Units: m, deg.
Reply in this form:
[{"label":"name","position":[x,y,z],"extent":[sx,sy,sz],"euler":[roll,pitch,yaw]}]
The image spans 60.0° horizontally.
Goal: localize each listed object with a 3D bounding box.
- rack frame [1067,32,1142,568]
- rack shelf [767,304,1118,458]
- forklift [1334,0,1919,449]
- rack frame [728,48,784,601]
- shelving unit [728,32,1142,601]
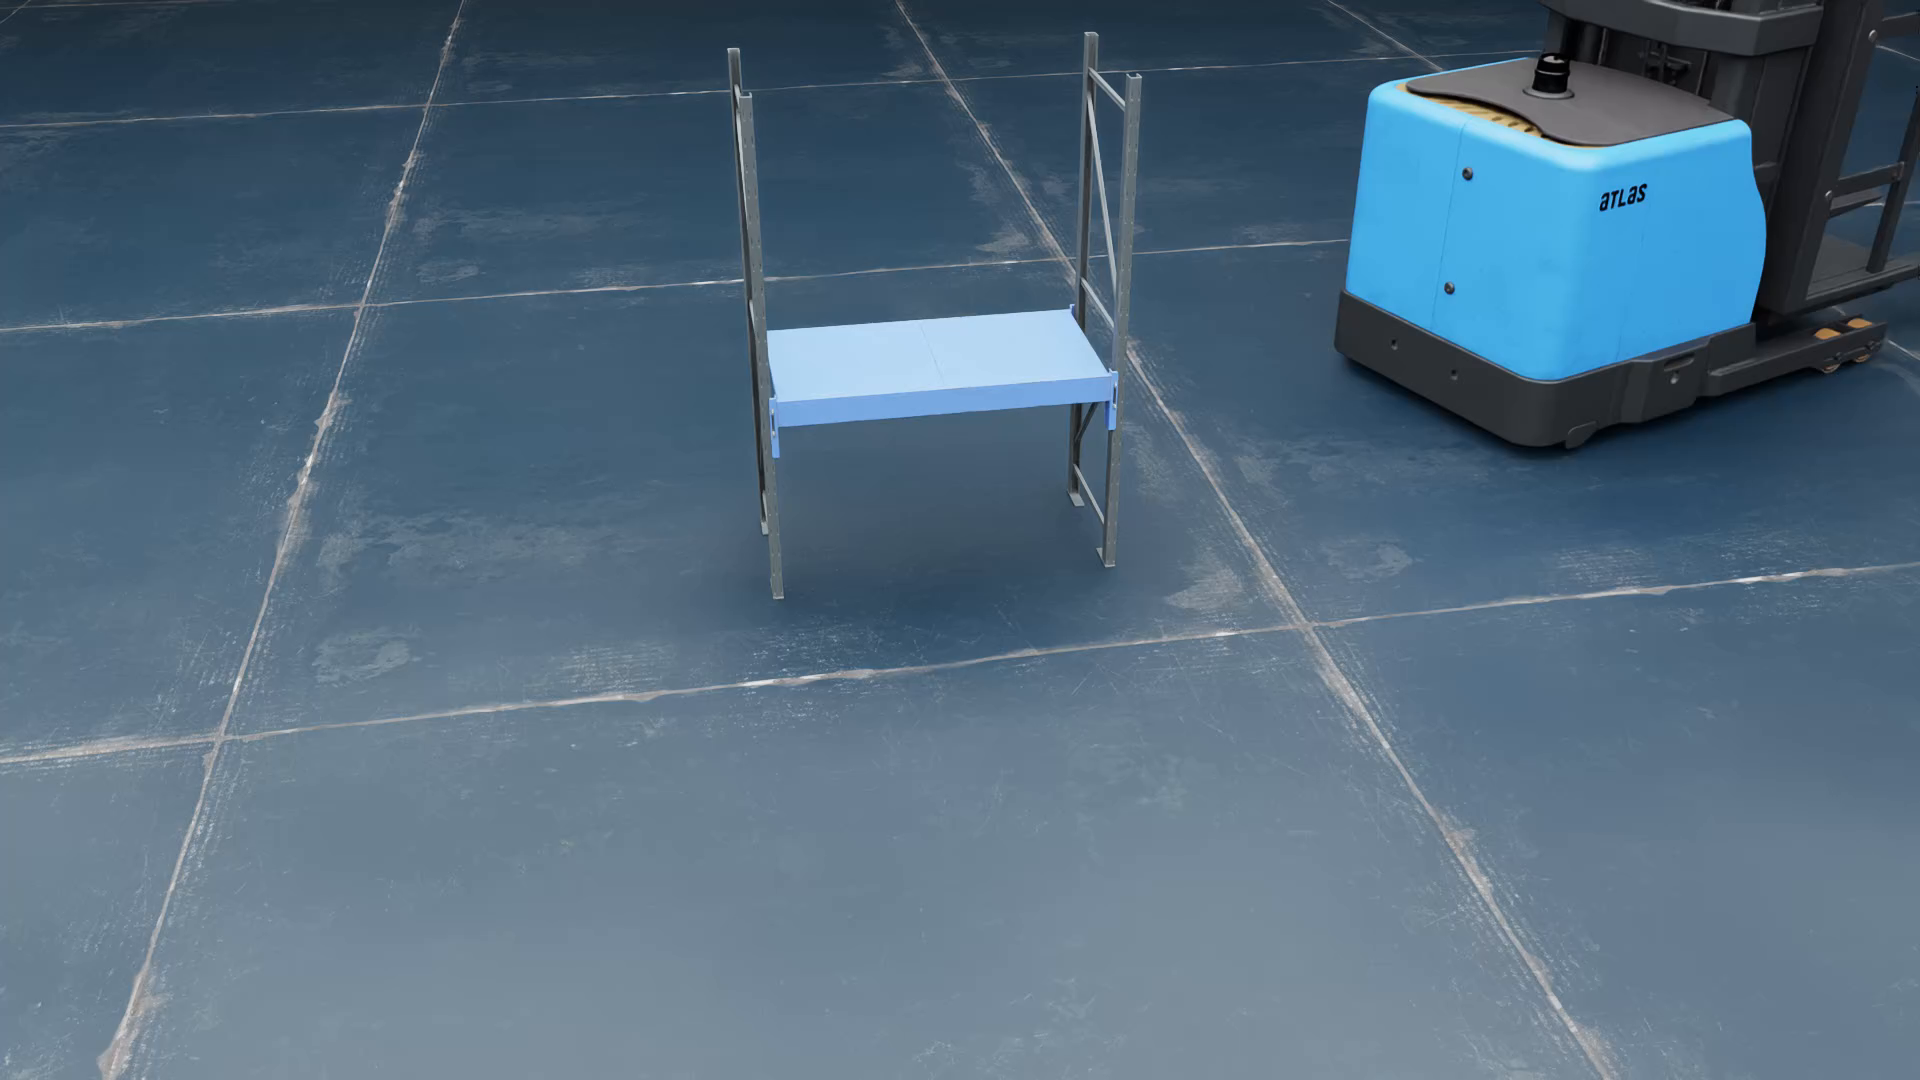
[{"label":"rack frame","position":[0.416,-0.685,4.936],"extent":[0.032,1.500,0.500],"euler":[-5,31,-9]},{"label":"rack shelf","position":[-0.084,-0.484,4.948],"extent":[1.000,0.185,0.538],"euler":[-5,31,-9]},{"label":"forklift","position":[2.965,-2.113,5.951],"extent":[3.031,2.935,1.130],"euler":[-16,34,-26]},{"label":"rack frame","position":[-0.584,-0.592,4.778],"extent":[0.032,1.500,0.500],"euler":[-5,31,-9]},{"label":"shelving unit","position":[-0.084,-0.639,4.857],"extent":[1.048,1.500,0.538],"euler":[-5,31,-9]}]
